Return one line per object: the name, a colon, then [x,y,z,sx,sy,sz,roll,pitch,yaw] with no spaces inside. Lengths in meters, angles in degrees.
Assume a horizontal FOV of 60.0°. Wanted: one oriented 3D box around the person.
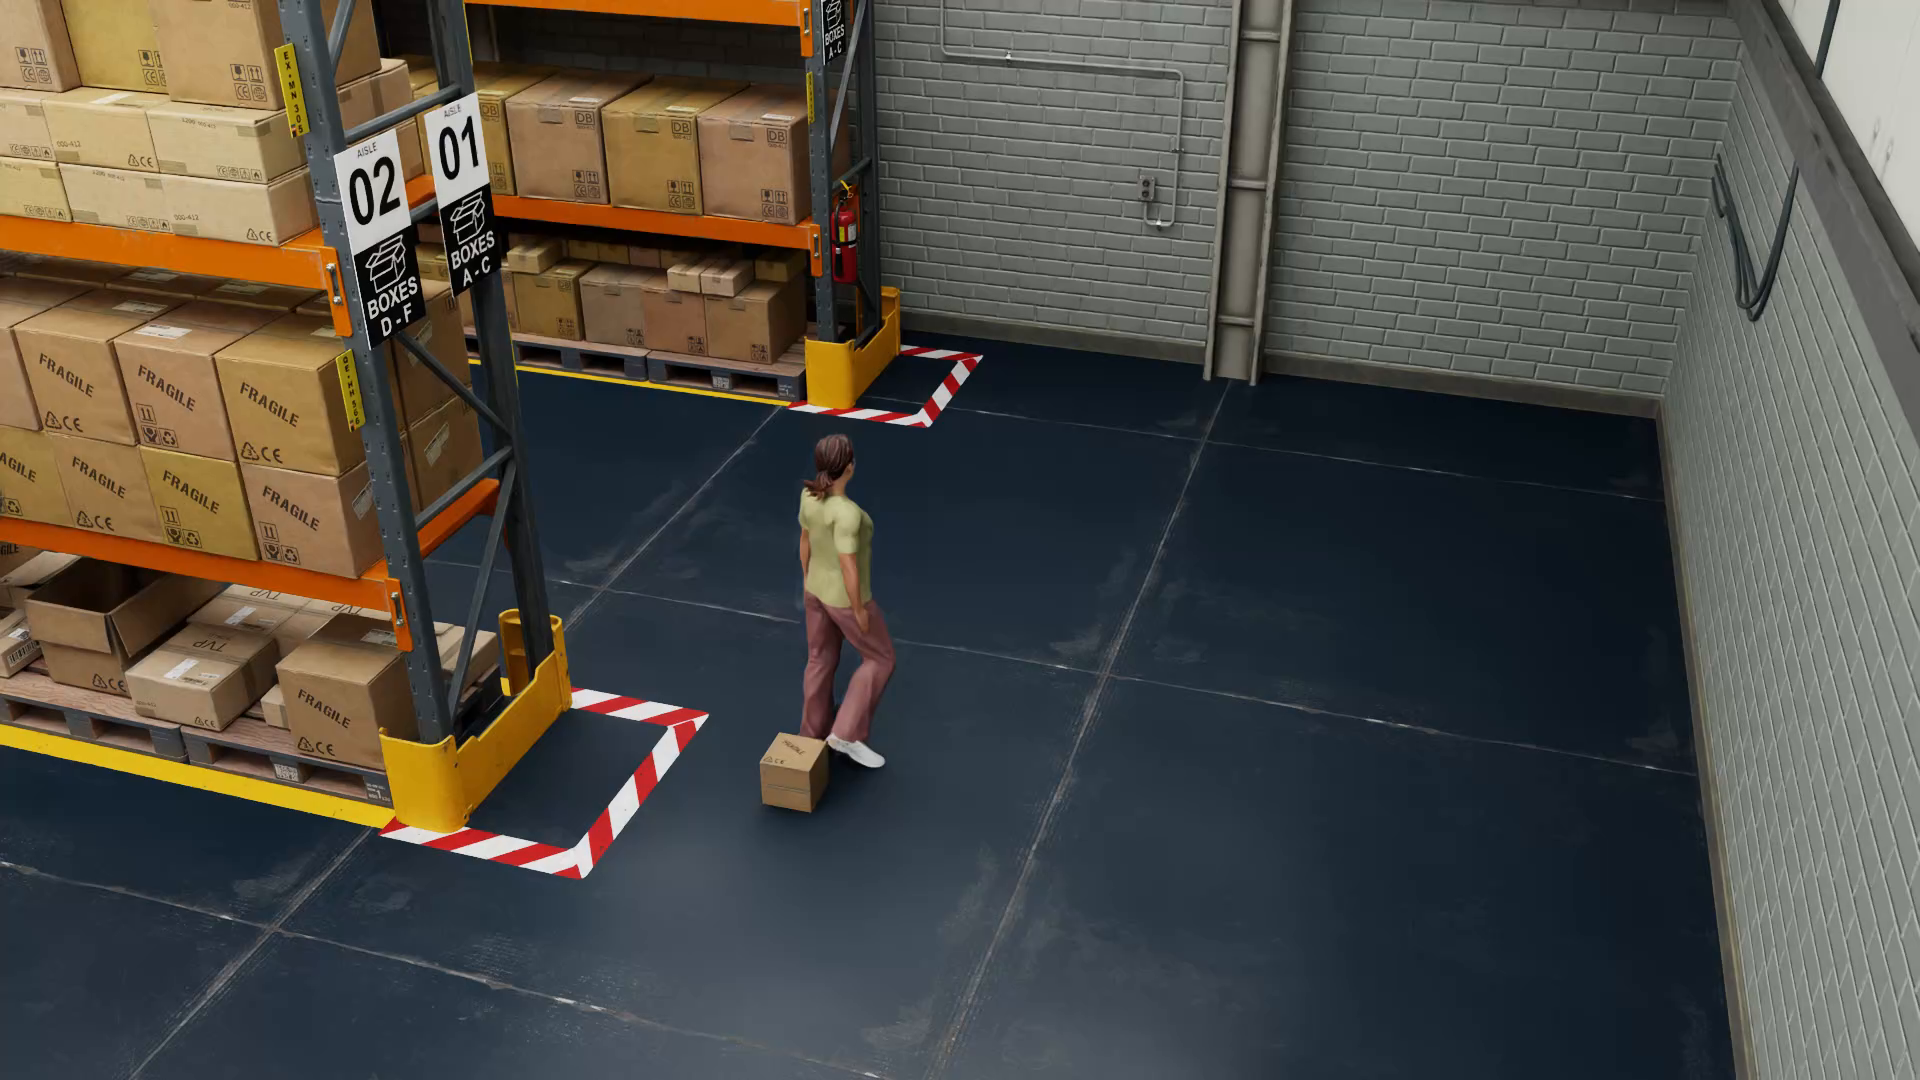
person: [-0.578,0.295,7.933,0.447,1.661,0.576,-23,36,-34]
